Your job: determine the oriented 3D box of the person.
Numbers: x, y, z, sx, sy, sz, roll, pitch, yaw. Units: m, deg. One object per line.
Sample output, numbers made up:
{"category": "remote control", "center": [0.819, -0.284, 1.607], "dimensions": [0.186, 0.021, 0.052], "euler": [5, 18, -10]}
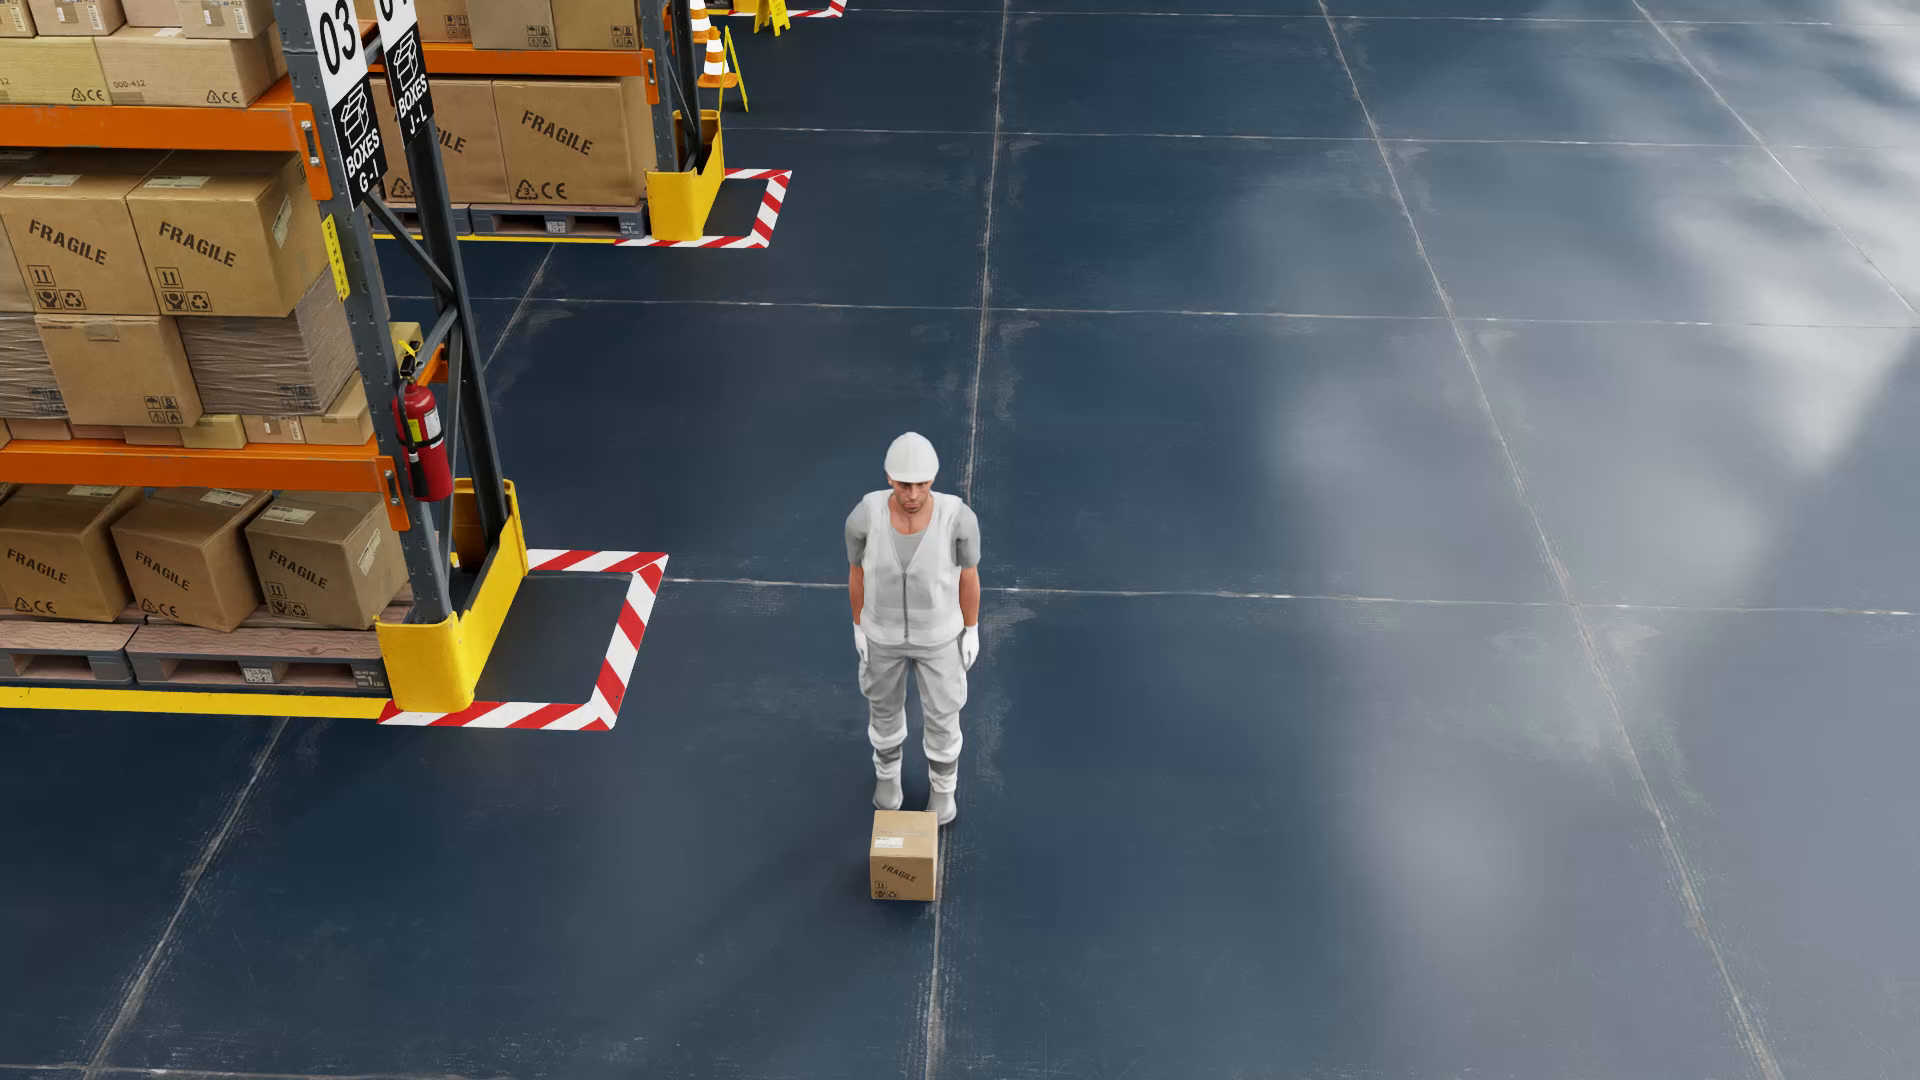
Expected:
{"category": "person", "center": [-0.185, 0.379, 6.568], "dimensions": [0.522, 1.790, 0.387], "euler": [2, 35, 3]}
